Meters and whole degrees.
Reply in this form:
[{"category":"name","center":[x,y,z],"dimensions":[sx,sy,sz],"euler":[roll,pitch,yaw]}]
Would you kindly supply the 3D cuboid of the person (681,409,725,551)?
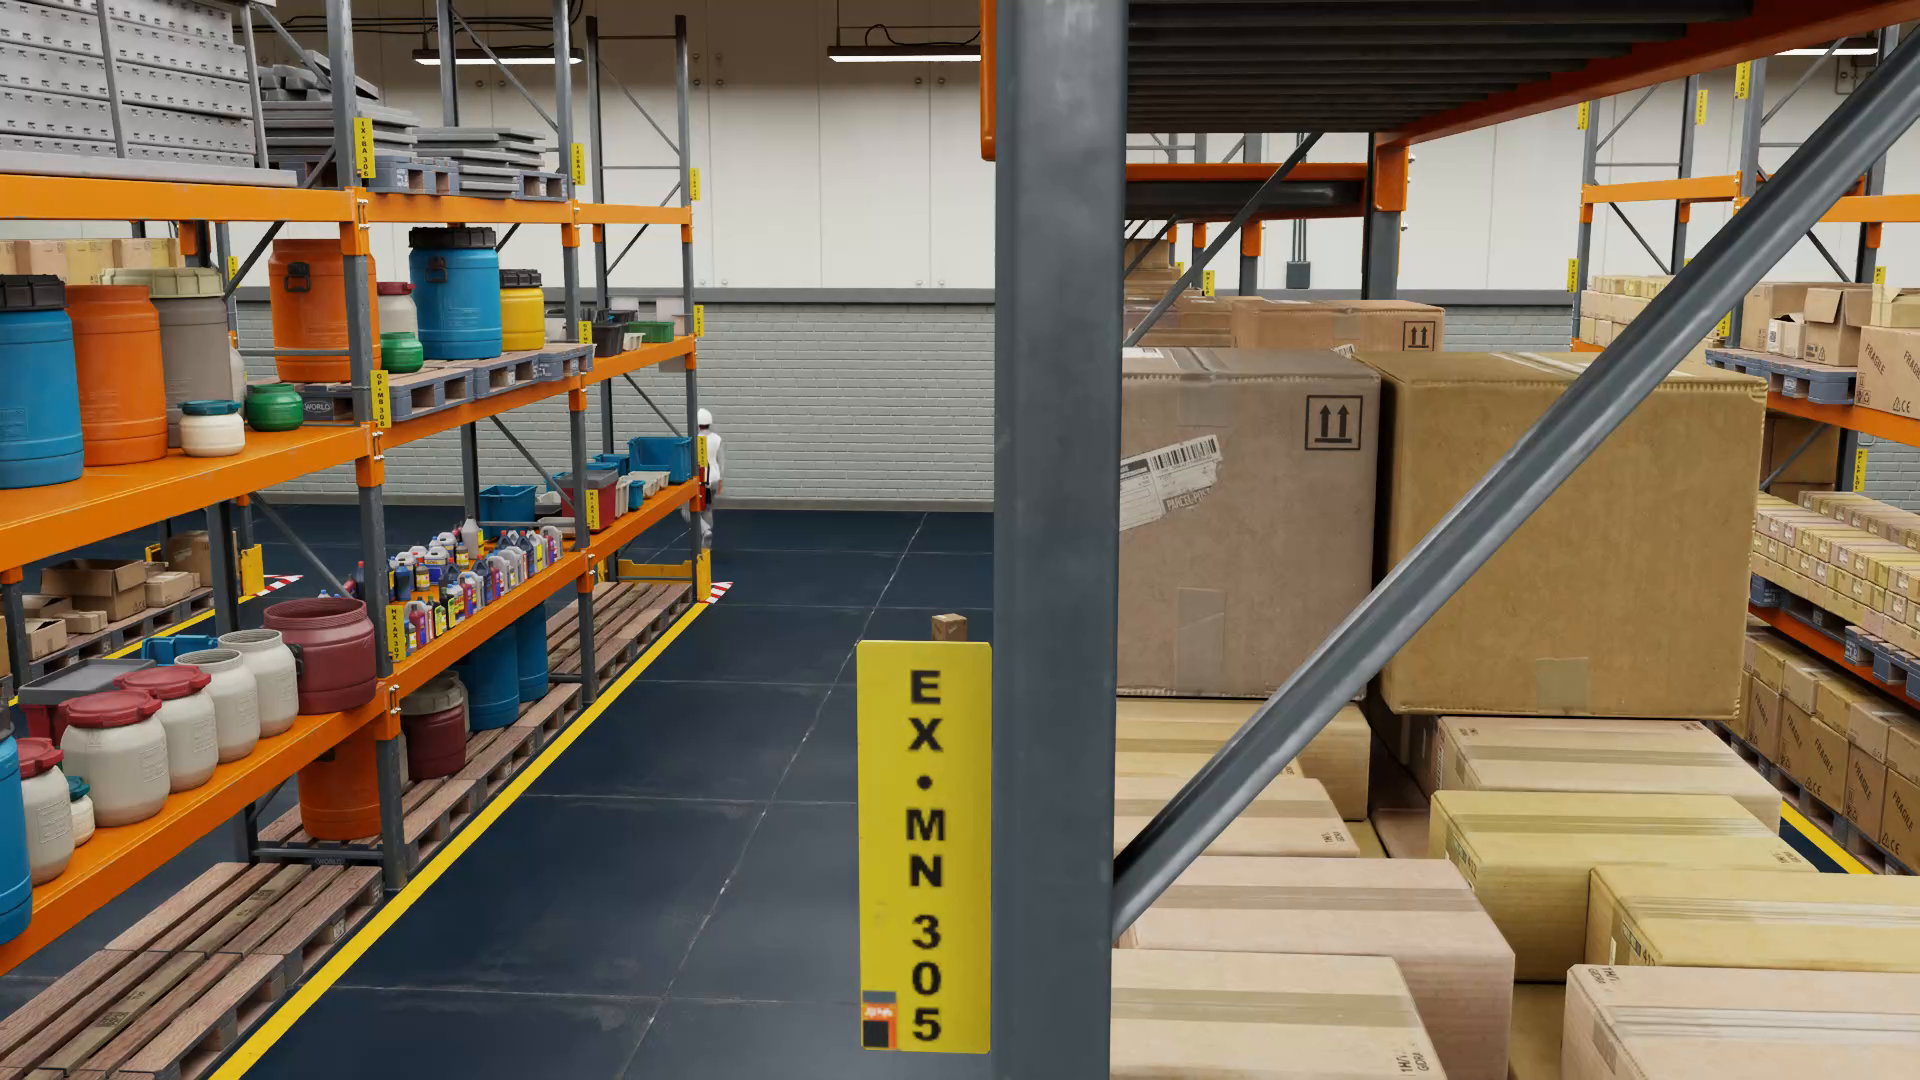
[{"category":"person","center":[-3.108,-0.713,20.068],"dimensions":[0.552,1.754,0.623],"euler":[-8,14,-38]}]
